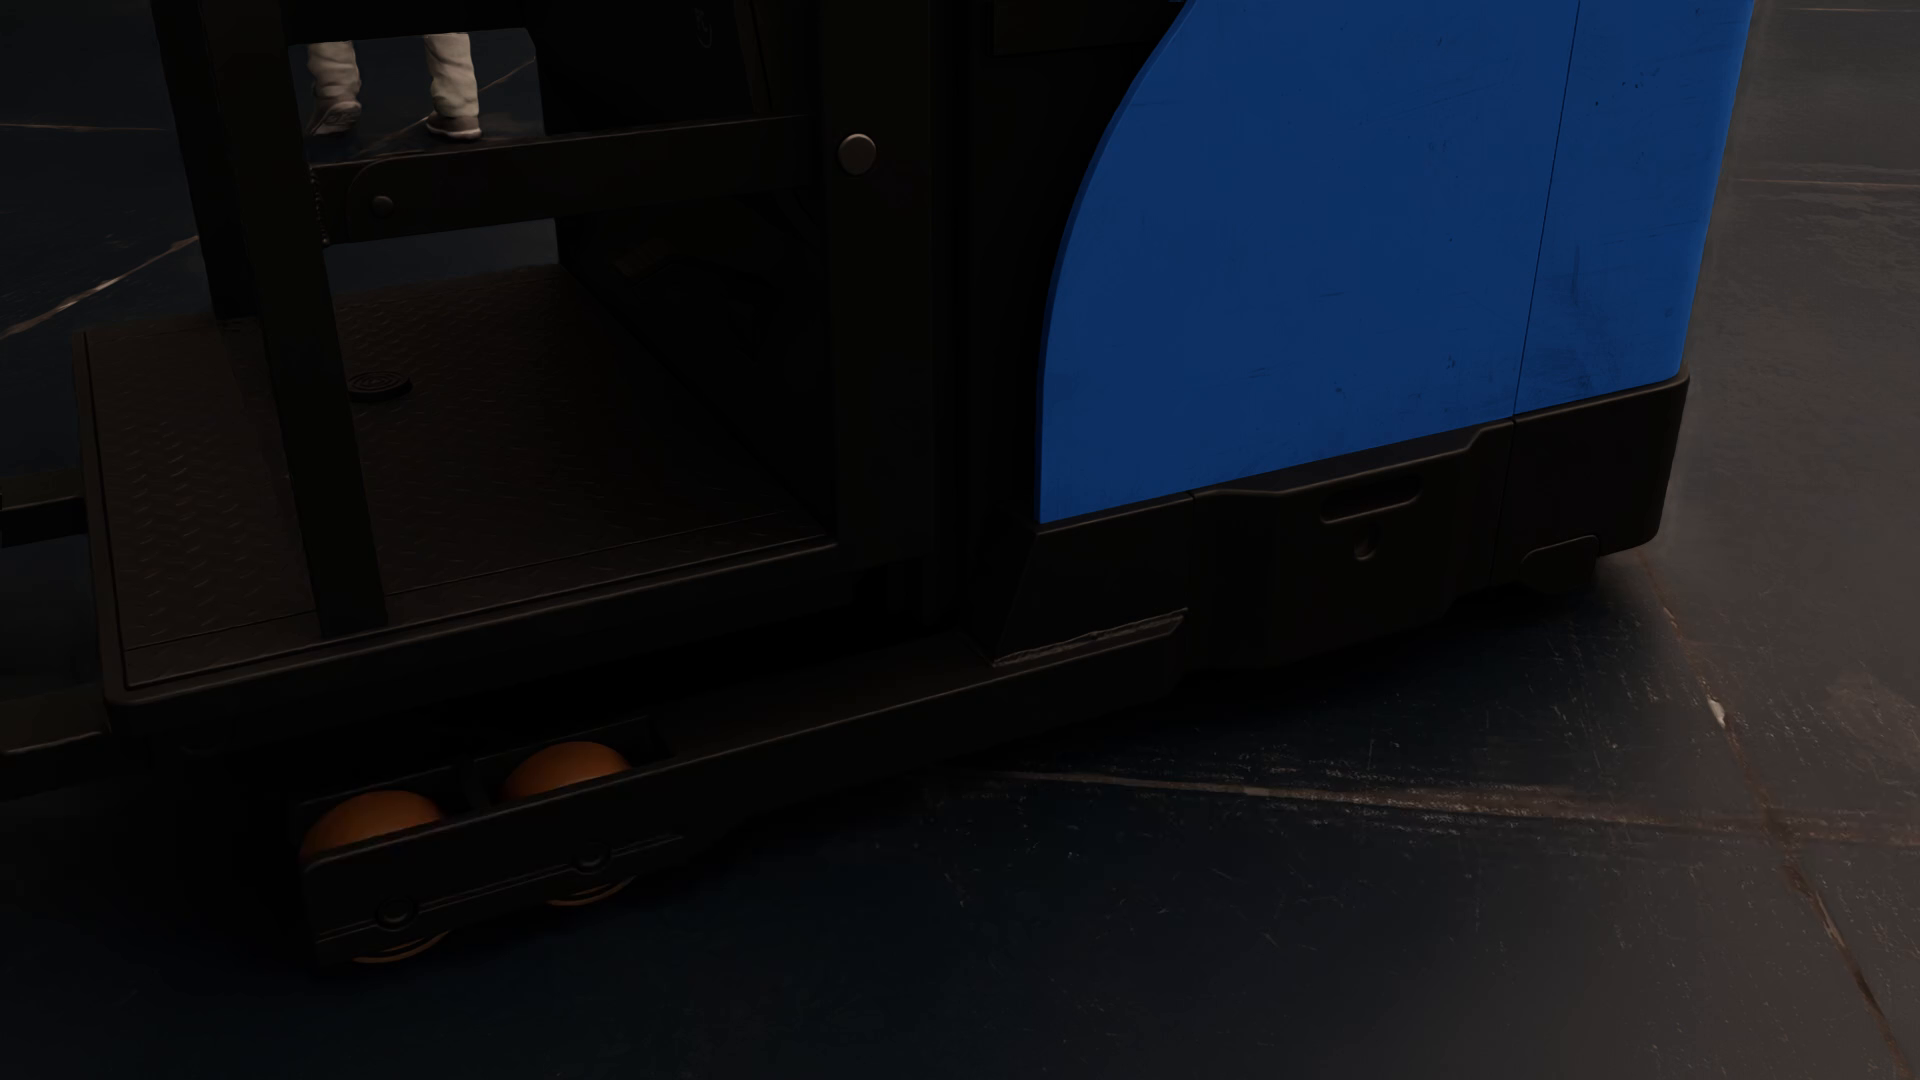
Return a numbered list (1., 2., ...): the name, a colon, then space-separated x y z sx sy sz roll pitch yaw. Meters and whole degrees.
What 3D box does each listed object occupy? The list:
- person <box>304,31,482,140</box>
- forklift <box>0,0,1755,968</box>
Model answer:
1. person: -1.617 -1.913 4.578 0.589 1.714 0.481 -14 30 -26
2. forklift: -0.548 -1.161 1.544 3.031 2.935 1.130 -13 29 -24
